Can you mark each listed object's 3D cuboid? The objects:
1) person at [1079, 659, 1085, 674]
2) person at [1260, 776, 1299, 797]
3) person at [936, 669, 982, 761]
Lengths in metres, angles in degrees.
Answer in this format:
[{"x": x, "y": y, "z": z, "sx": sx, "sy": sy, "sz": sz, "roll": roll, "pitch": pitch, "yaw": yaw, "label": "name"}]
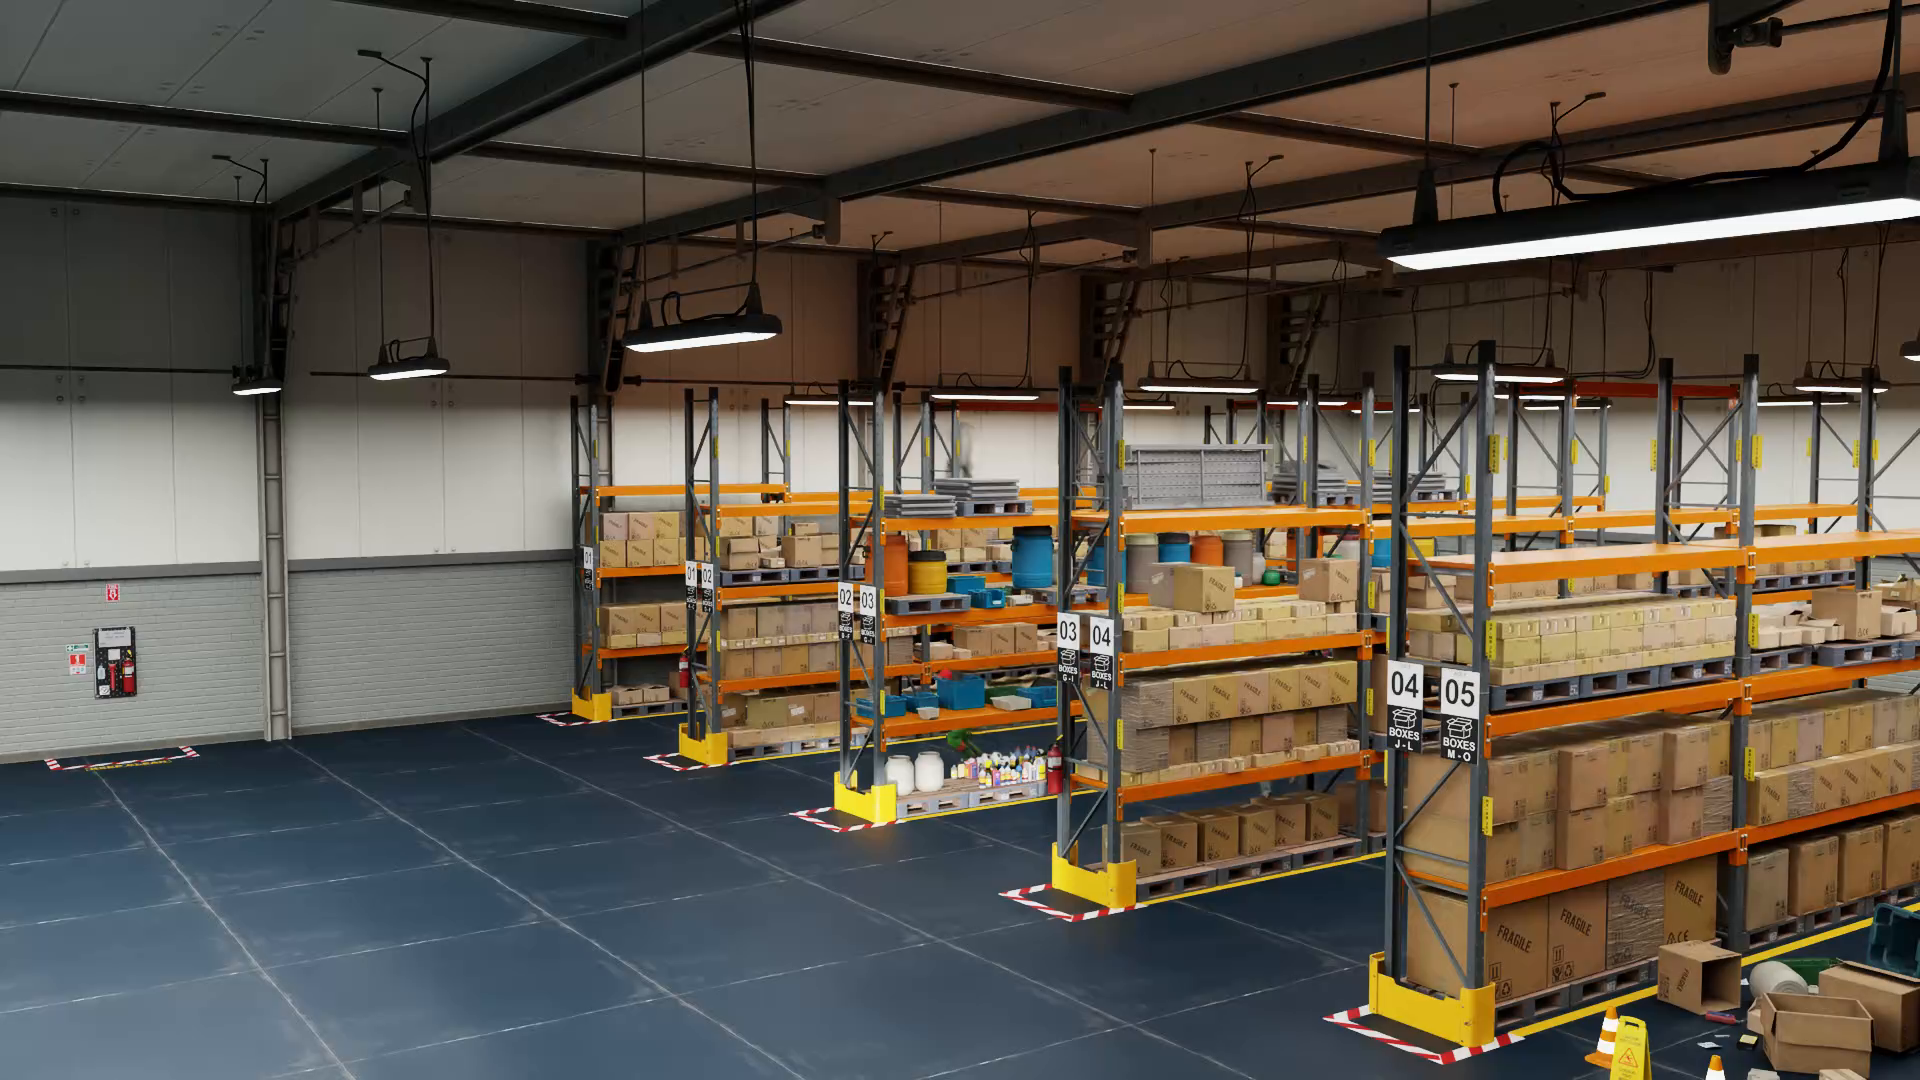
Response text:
[{"x": 2.432, "y": 1.940, "z": 34.511, "sx": 0.876, "sy": 1.895, "sz": 0.641, "roll": -3, "pitch": 5, "yaw": -43, "label": "person"}, {"x": 4.530, "y": 2.891, "z": 23.762, "sx": 0.922, "sy": 1.761, "sz": 0.665, "roll": -3, "pitch": 5, "yaw": -41, "label": "person"}, {"x": 0.015, "y": 2.795, "z": 25.758, "sx": 0.931, "sy": 1.618, "sz": 0.695, "roll": -2, "pitch": 4, "yaw": -28, "label": "person"}]
